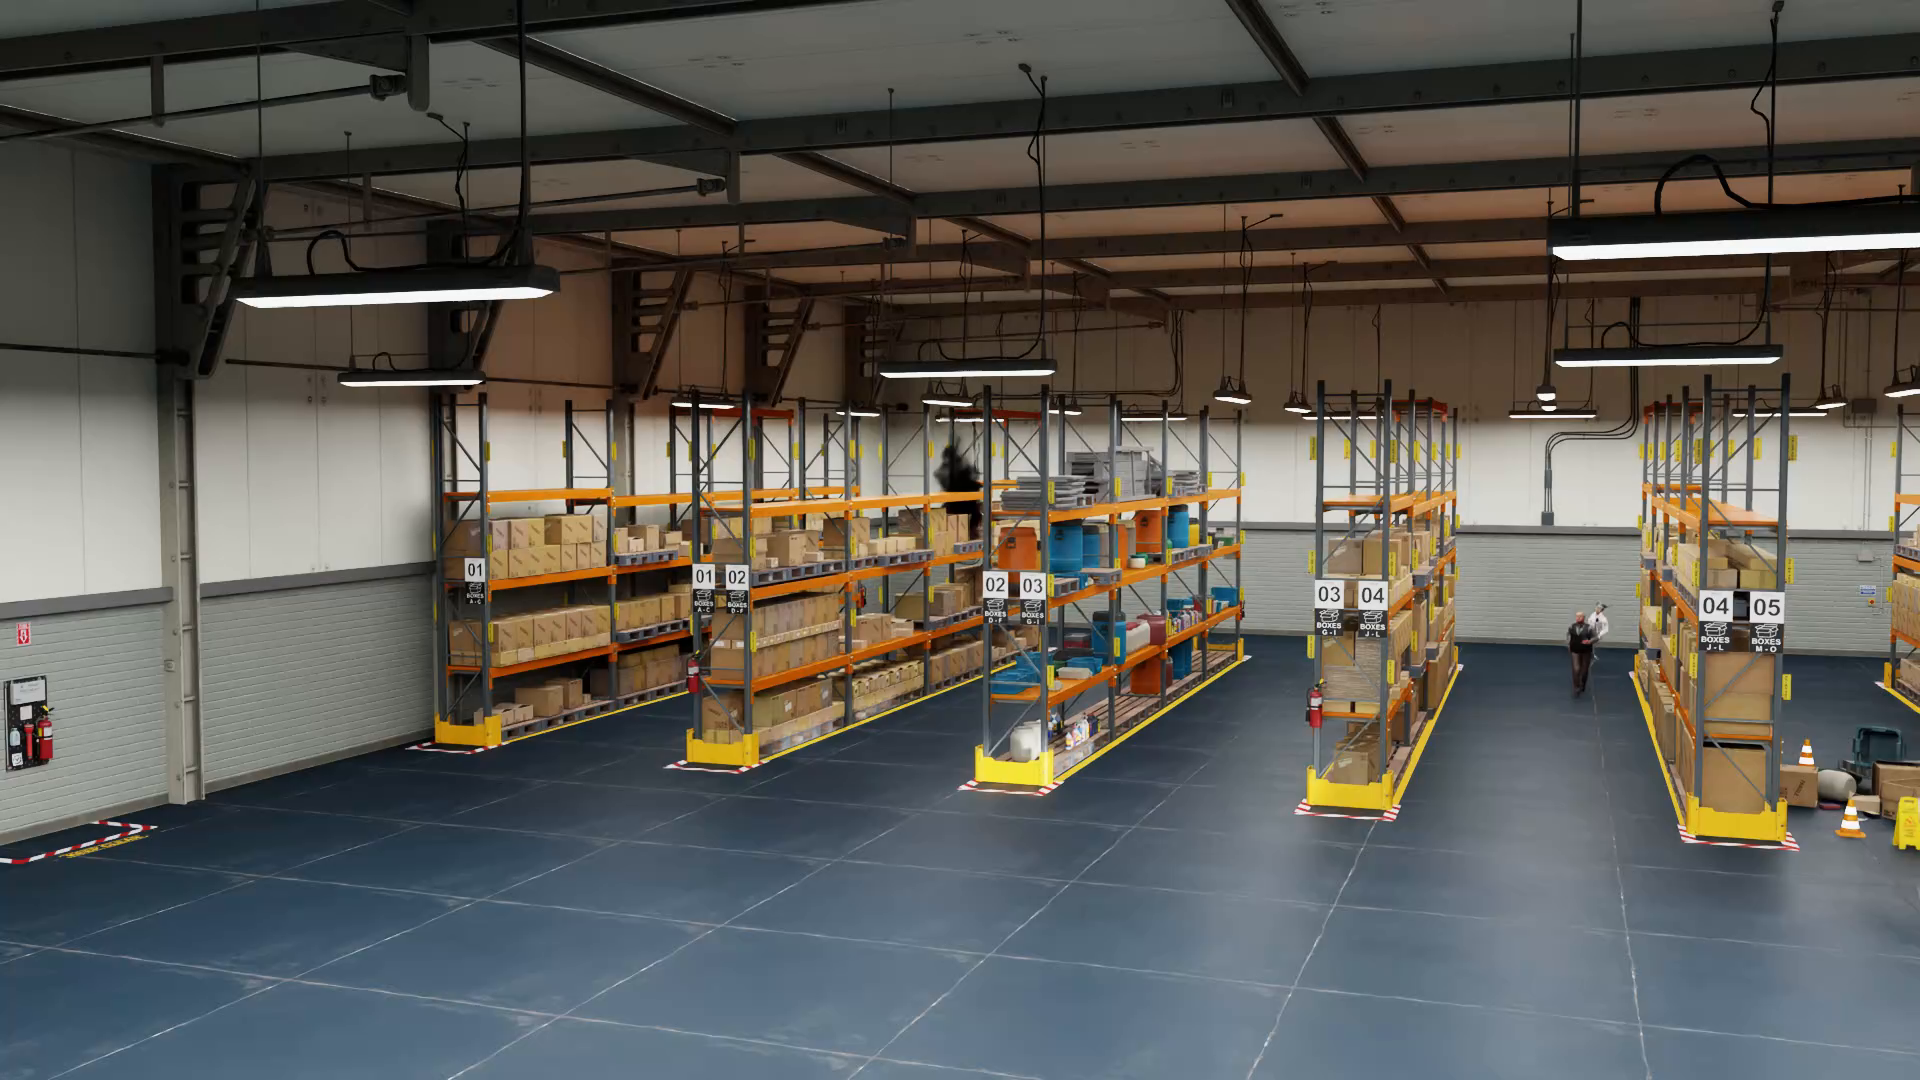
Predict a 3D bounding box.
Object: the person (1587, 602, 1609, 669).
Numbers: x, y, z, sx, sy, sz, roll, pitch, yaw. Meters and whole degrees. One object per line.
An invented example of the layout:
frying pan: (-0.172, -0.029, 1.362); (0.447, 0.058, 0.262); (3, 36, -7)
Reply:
person: (14.522, 2.186, 37.978); (0.574, 1.581, 0.780); (-1, 3, -23)

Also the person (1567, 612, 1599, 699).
person: (12.702, 2.334, 33.966); (0.647, 1.737, 0.892); (2, 3, 27)
